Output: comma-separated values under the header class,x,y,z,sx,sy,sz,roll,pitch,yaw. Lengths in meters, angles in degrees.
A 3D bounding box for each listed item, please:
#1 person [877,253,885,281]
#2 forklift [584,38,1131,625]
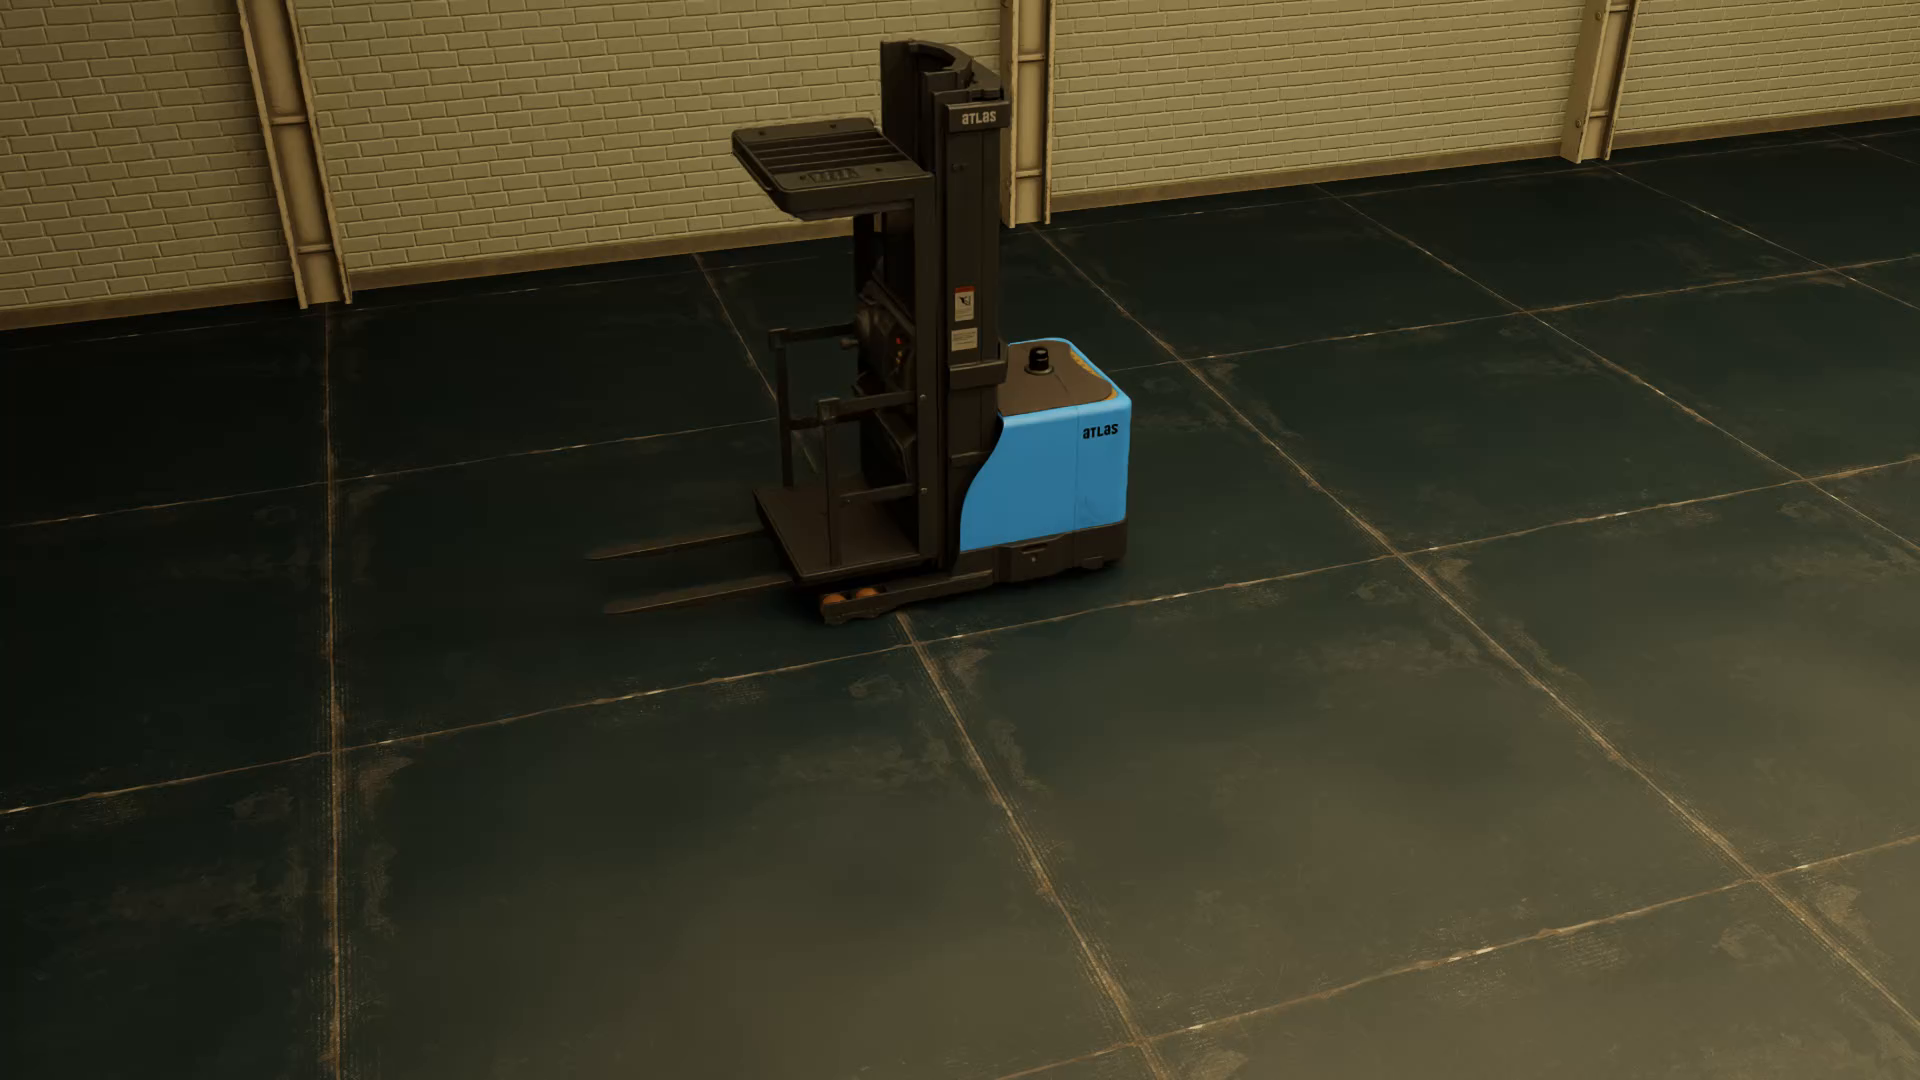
class,x,y,z,sx,sy,sz,roll,pitch,yaw
person,-0.416,-1.317,10.732,0.402,1.626,0.820,-3,30,-6
forklift,-0.600,-1.098,8.994,3.031,2.935,1.130,-10,32,-17
